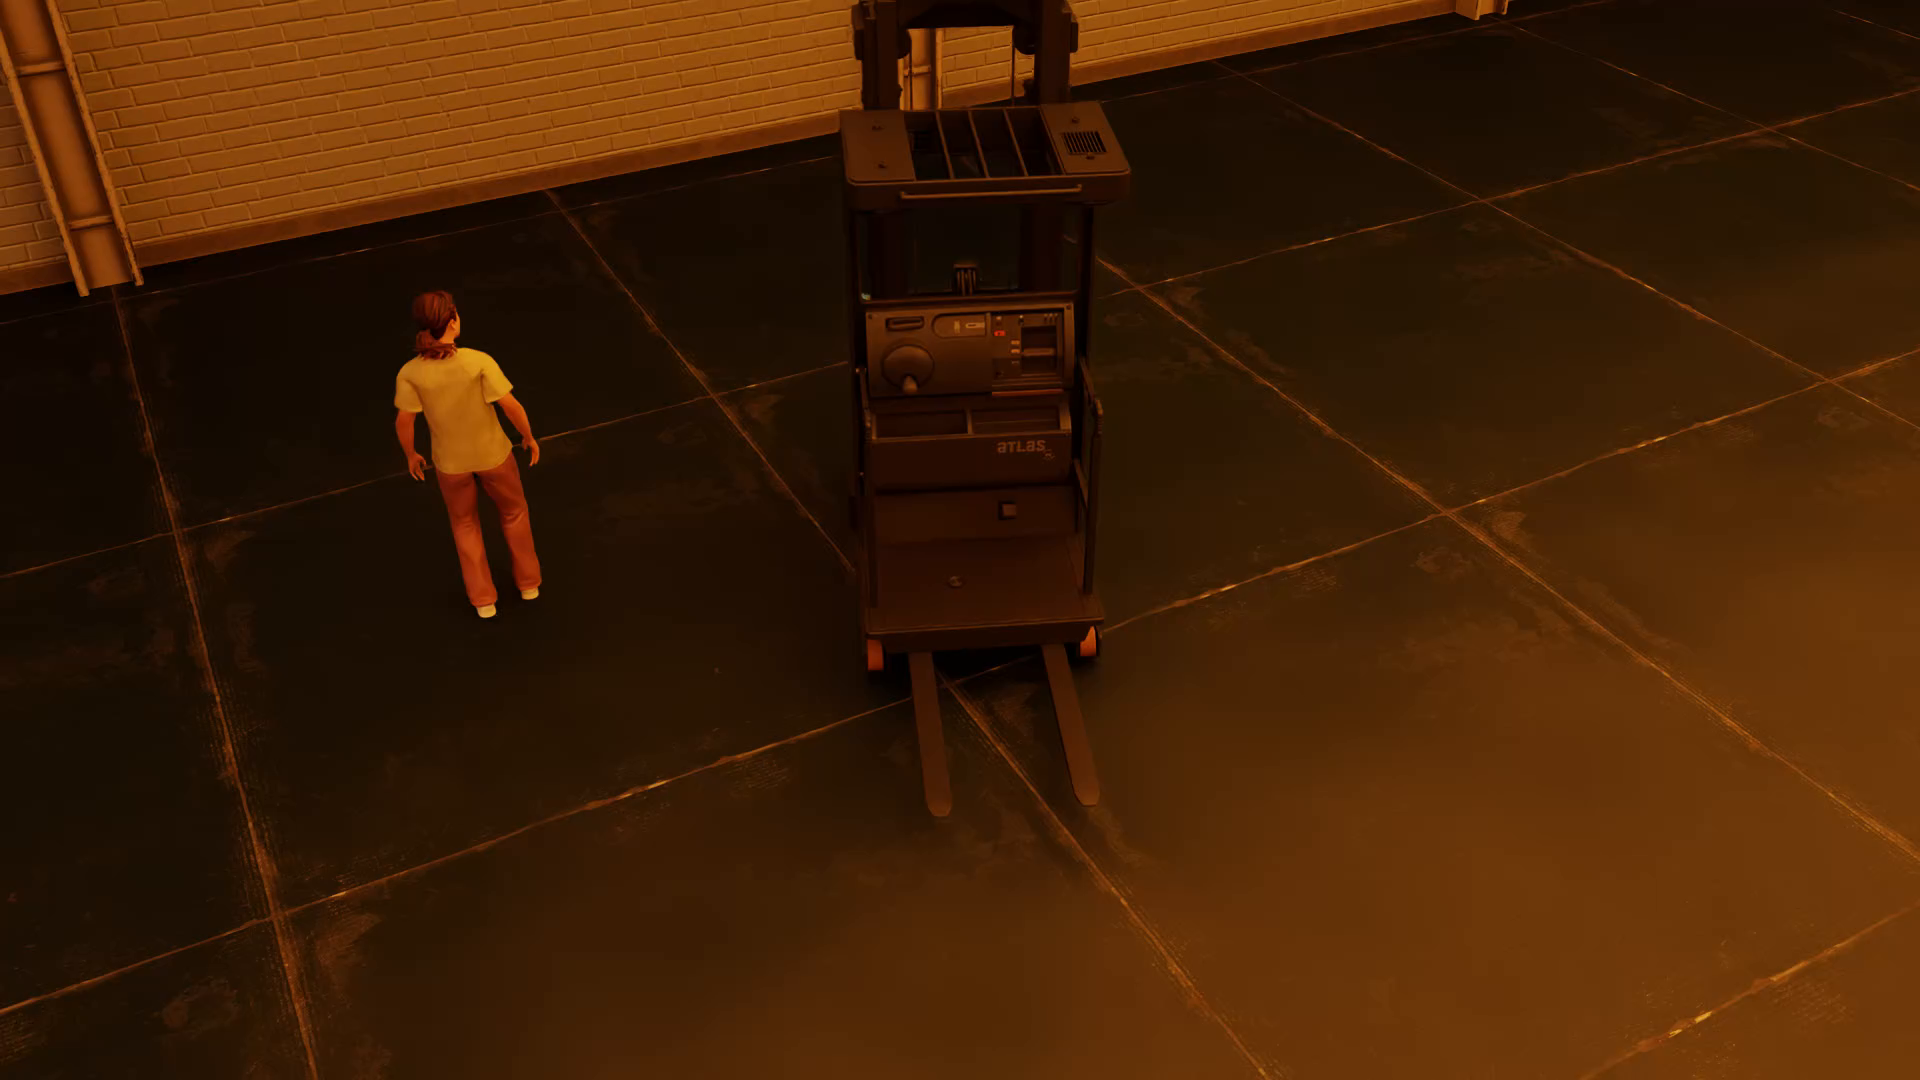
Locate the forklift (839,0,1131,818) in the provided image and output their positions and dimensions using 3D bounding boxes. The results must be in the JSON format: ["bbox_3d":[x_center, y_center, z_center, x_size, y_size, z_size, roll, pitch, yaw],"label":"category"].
[{"bbox_3d":[0.072,-0.789,7.239,1.130,2.935,3.031,-3,35,-5],"label":"forklift"}]

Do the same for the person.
[{"bbox_3d":[-2.286,-0.410,7.801,0.605,1.666,0.417,-8,36,-11],"label":"person"}]
